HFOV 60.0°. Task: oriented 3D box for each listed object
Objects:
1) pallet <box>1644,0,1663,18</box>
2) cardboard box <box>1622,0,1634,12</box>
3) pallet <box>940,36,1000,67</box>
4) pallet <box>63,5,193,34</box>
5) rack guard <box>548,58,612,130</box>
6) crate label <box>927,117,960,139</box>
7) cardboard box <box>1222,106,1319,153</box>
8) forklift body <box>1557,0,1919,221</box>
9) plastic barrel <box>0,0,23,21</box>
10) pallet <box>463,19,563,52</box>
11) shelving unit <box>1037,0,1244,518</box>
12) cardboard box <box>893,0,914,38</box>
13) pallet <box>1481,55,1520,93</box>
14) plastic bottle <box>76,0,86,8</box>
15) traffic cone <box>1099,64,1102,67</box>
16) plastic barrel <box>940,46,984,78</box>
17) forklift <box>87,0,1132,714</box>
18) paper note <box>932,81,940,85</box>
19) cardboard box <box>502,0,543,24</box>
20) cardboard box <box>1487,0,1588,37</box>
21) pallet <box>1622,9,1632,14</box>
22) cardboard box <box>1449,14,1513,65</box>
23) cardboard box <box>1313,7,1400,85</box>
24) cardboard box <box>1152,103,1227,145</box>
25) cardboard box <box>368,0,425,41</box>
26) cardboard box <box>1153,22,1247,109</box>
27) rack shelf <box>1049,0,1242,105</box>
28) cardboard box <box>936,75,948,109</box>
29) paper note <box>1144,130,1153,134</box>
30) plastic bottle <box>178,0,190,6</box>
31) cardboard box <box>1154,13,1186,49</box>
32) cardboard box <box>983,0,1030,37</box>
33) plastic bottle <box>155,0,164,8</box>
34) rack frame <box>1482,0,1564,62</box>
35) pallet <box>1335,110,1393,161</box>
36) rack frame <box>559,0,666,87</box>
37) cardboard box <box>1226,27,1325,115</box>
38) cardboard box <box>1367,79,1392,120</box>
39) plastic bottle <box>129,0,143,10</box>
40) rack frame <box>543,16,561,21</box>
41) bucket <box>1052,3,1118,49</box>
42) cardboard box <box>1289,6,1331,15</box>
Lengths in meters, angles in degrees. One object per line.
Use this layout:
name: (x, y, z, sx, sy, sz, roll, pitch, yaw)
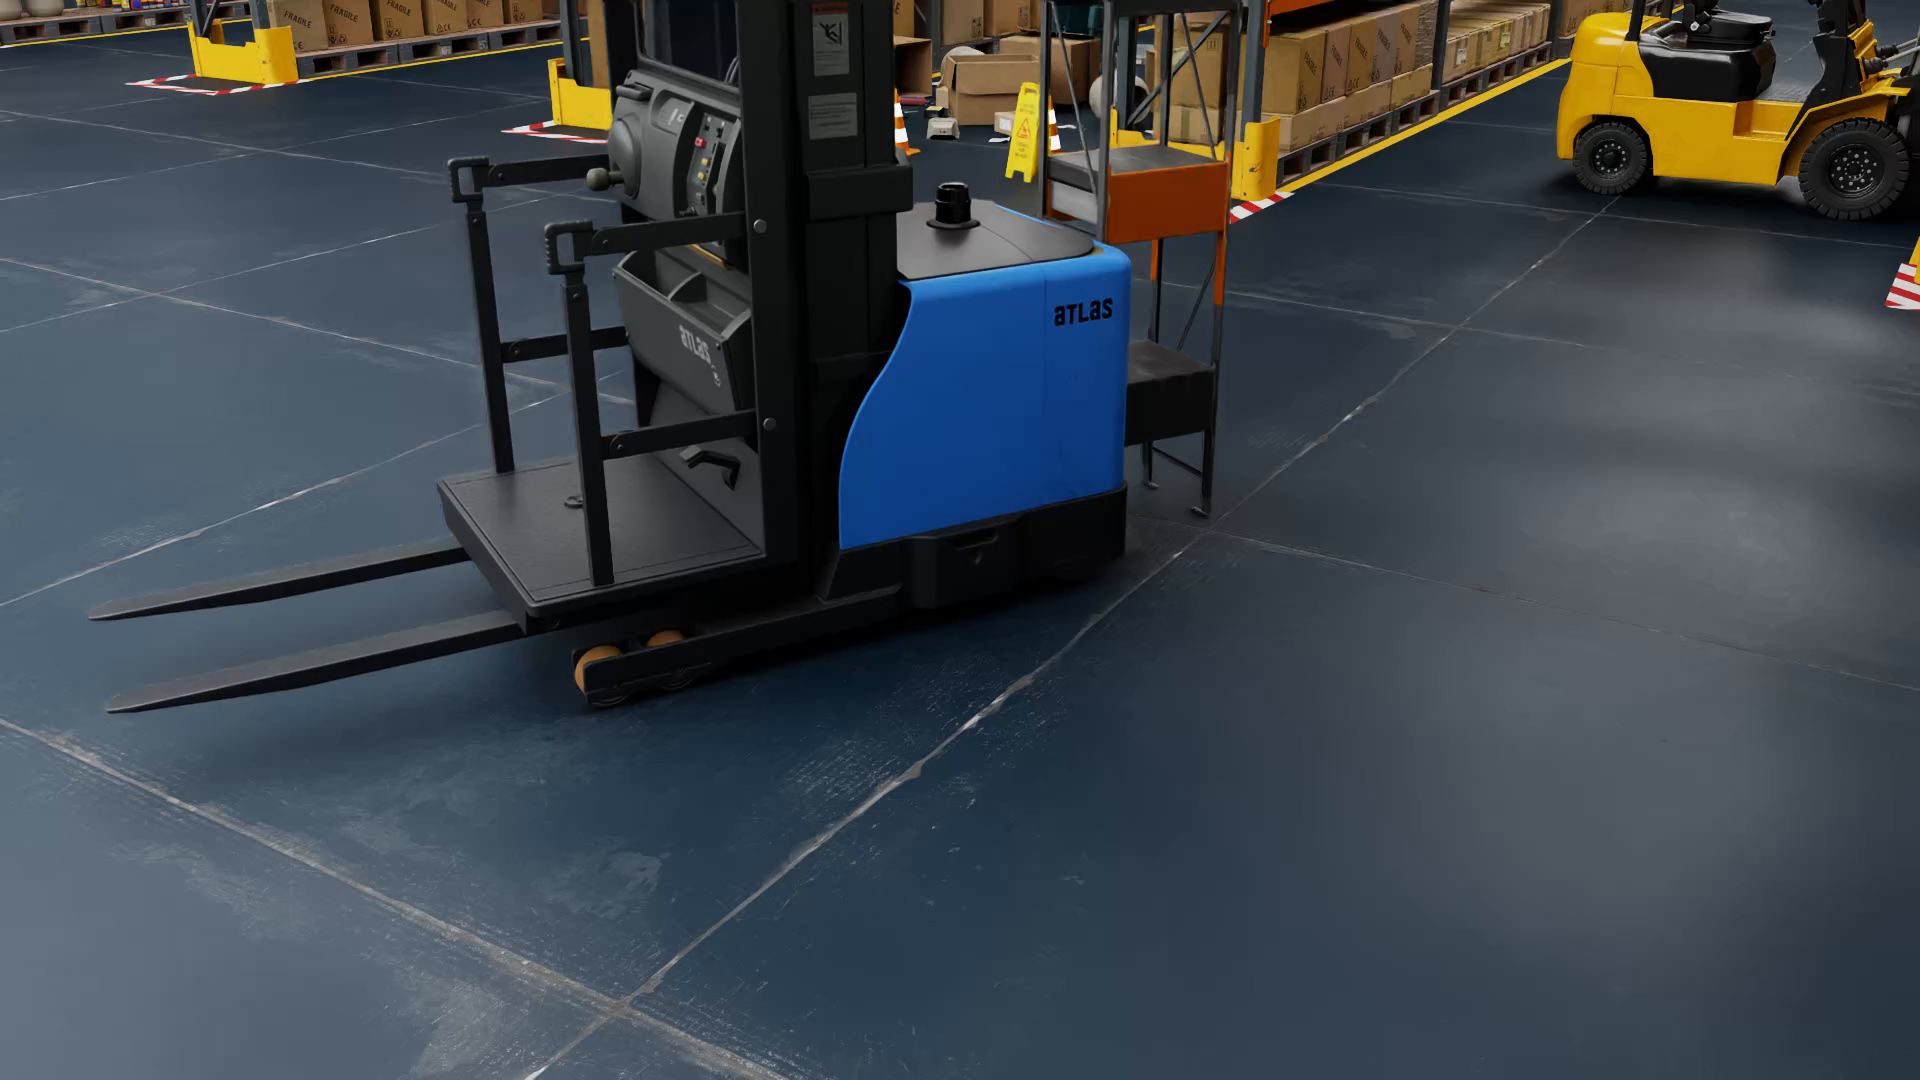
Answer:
pallet: (8.295, -6.745, 21.066, 1.003, 0.211, 1.213, 14, 27, 29)
cardboard box: (7.569, -6.776, 19.774, 0.875, 0.875, 0.875, 15, 27, 31)
pallet: (-0.308, -5.084, 17.229, 1.003, 0.211, 1.213, 14, 27, 29)
pallet: (-10.052, -6.288, 20.010, 1.003, 0.211, 1.213, 14, 27, 29)
rack guard: (-2.774, -3.583, 13.397, 1.175, 0.500, 0.348, 14, 27, 29)
crate label: (-0.132, -3.233, 13.045, 0.250, 0.136, 0.298, 1, 23, 2)
cardboard box: (2.158, -2.880, 11.559, 0.500, 0.250, 0.500, 14, 27, 29)
forklift body: (5.167, -3.329, 10.732, 2.313, 2.155, 1.214, 14, 27, 29)
plastic barrel: (-10.847, -6.139, 18.757, 0.421, 0.512, 0.421, 0, 23, 0)
pallet: (-5.136, -5.648, 18.530, 1.003, 0.211, 1.213, 14, 27, 29)
shelving unit: (0.577, -1.066, 5.568, 0.503, 2.100, 0.431, -12, 26, -26)
cardboard box: (-1.042, -5.108, 15.919, 0.875, 0.875, 0.875, 14, 27, 30)
pallet: (4.660, -4.482, 15.836, 1.003, 0.211, 1.213, 14, 27, 29)
plastic bottle: (-10.533, -6.479, 19.909, 0.097, 0.201, 0.097, 0, 23, 0)
traffic cone: (1.339, -5.060, 16.856, 0.336, 0.463, 0.334, 14, 27, 29)
plastic barrel: (0.054, -4.201, 14.922, 0.421, 0.421, 0.512, -7, 24, -17)
forklift: (-0.994, -1.118, 4.643, 3.031, 2.935, 1.130, -13, 26, -27)
paper note: (-0.236, -4.309, 15.664, 0.147, 0.020, 0.142, -3, 24, -7)
cardboard box: (-5.056, -6.080, 18.638, 0.500, 0.500, 0.500, 13, 27, 27)
cardboard box: (6.153, -5.868, 17.675, 0.875, 0.875, 0.875, 14, 27, 28)
pallet: (7.485, -6.229, 19.873, 1.003, 0.211, 1.213, 14, 27, 29)
cardboard box: (4.624, -4.727, 15.674, 0.950, 0.372, 0.625, 15, 28, 31)
cardboard box: (2.989, -3.759, 12.647, 0.500, 0.500, 0.500, 15, 28, 32)
cardboard box: (1.708, -3.003, 11.843, 0.500, 0.250, 0.500, 14, 27, 29)
cardboard box: (-5.945, -5.481, 17.252, 0.500, 0.500, 0.500, 17, 29, 34)
cardboard box: (1.699, -3.335, 11.666, 0.500, 0.500, 0.500, 14, 27, 29)
rack shelf: (0.577, -1.695, 5.296, 0.480, 0.518, 0.431, -12, 26, -26)
cardboard box: (0.007, -3.867, 14.349, 0.396, 0.266, 0.258, 20, 30, 38)
paper note: (1.542, -3.255, 13.230, 0.142, 0.019, 0.148, 5, 24, 11)
plastic bottle: (-9.475, -6.646, 20.201, 0.152, 0.276, 0.135, 14, 27, 30)
cardboard box: (2.080, -4.648, 14.904, 0.500, 0.500, 0.500, 14, 27, 29)
cardboard box: (0.112, -5.801, 17.679, 1.050, 0.750, 0.750, 14, 27, 29)
plastic bottle: (-9.622, -6.497, 19.950, 0.097, 0.201, 0.097, 0, 23, 0)
rack frame: (5.718, -6.435, 16.838, 1.000, 3.000, 0.127, 14, 27, 29)
pallet: (2.641, -3.158, 12.778, 1.003, 0.211, 1.213, 14, 27, 29)
rack frame: (-2.761, -4.738, 12.919, 1.000, 3.000, 0.127, 14, 27, 29)
cardboard box: (2.170, -3.232, 11.429, 0.500, 0.500, 0.500, 13, 27, 27)
cardboard box: (2.980, -3.407, 12.777, 0.500, 0.250, 0.500, 14, 27, 30)
plastic bottle: (-9.773, -6.424, 19.679, 0.061, 0.283, 0.133, 14, 27, 30)
rack frame: (-4.811, -7.161, 18.517, 1.000, 3.000, 0.127, 14, 27, 29)
bucket: (1.236, -4.754, 15.164, 0.620, 0.611, 0.726, -6, 22, -39)
cardboard box: (2.520, -3.859, 12.878, 0.500, 0.500, 0.500, 15, 28, 32)
